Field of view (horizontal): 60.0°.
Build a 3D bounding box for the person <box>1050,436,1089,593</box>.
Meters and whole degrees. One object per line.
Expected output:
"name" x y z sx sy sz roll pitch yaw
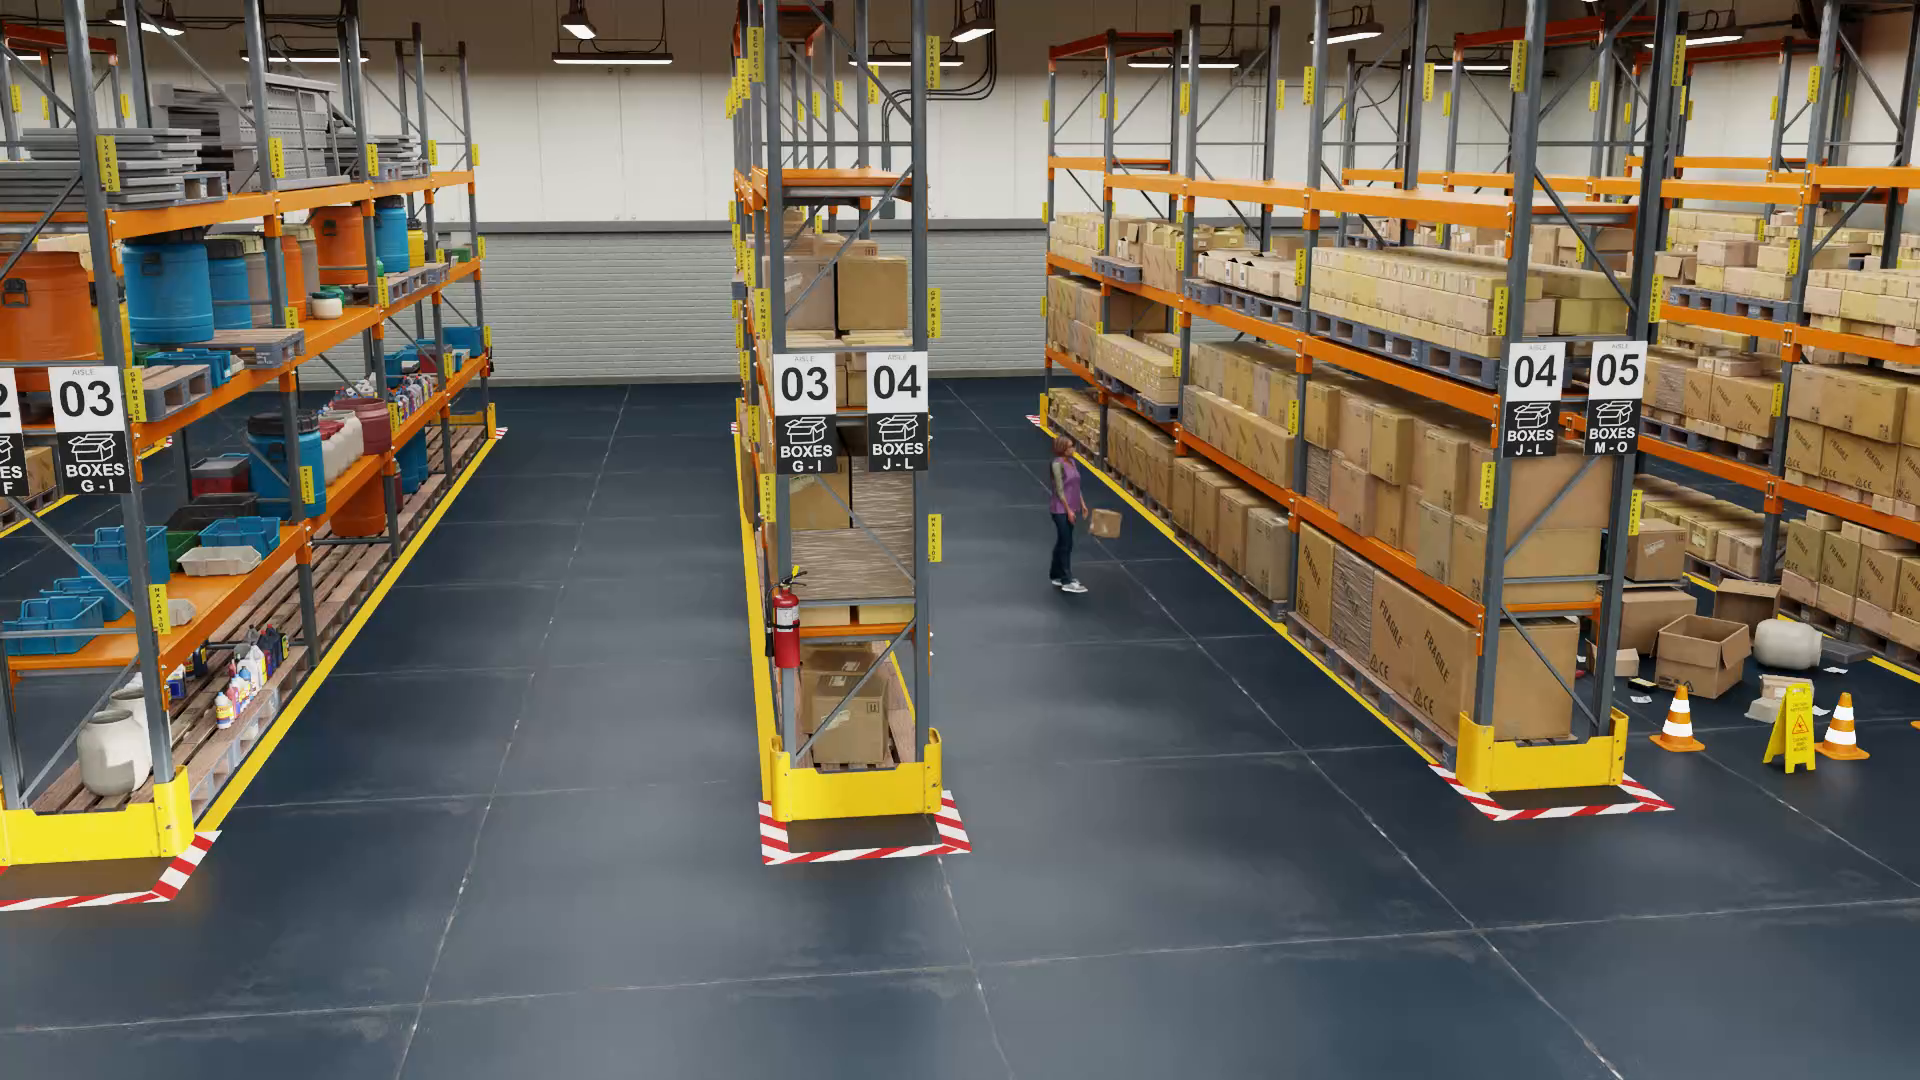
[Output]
"person" 1.161 -0.279 17.136 0.479 1.597 0.476 7 15 26
